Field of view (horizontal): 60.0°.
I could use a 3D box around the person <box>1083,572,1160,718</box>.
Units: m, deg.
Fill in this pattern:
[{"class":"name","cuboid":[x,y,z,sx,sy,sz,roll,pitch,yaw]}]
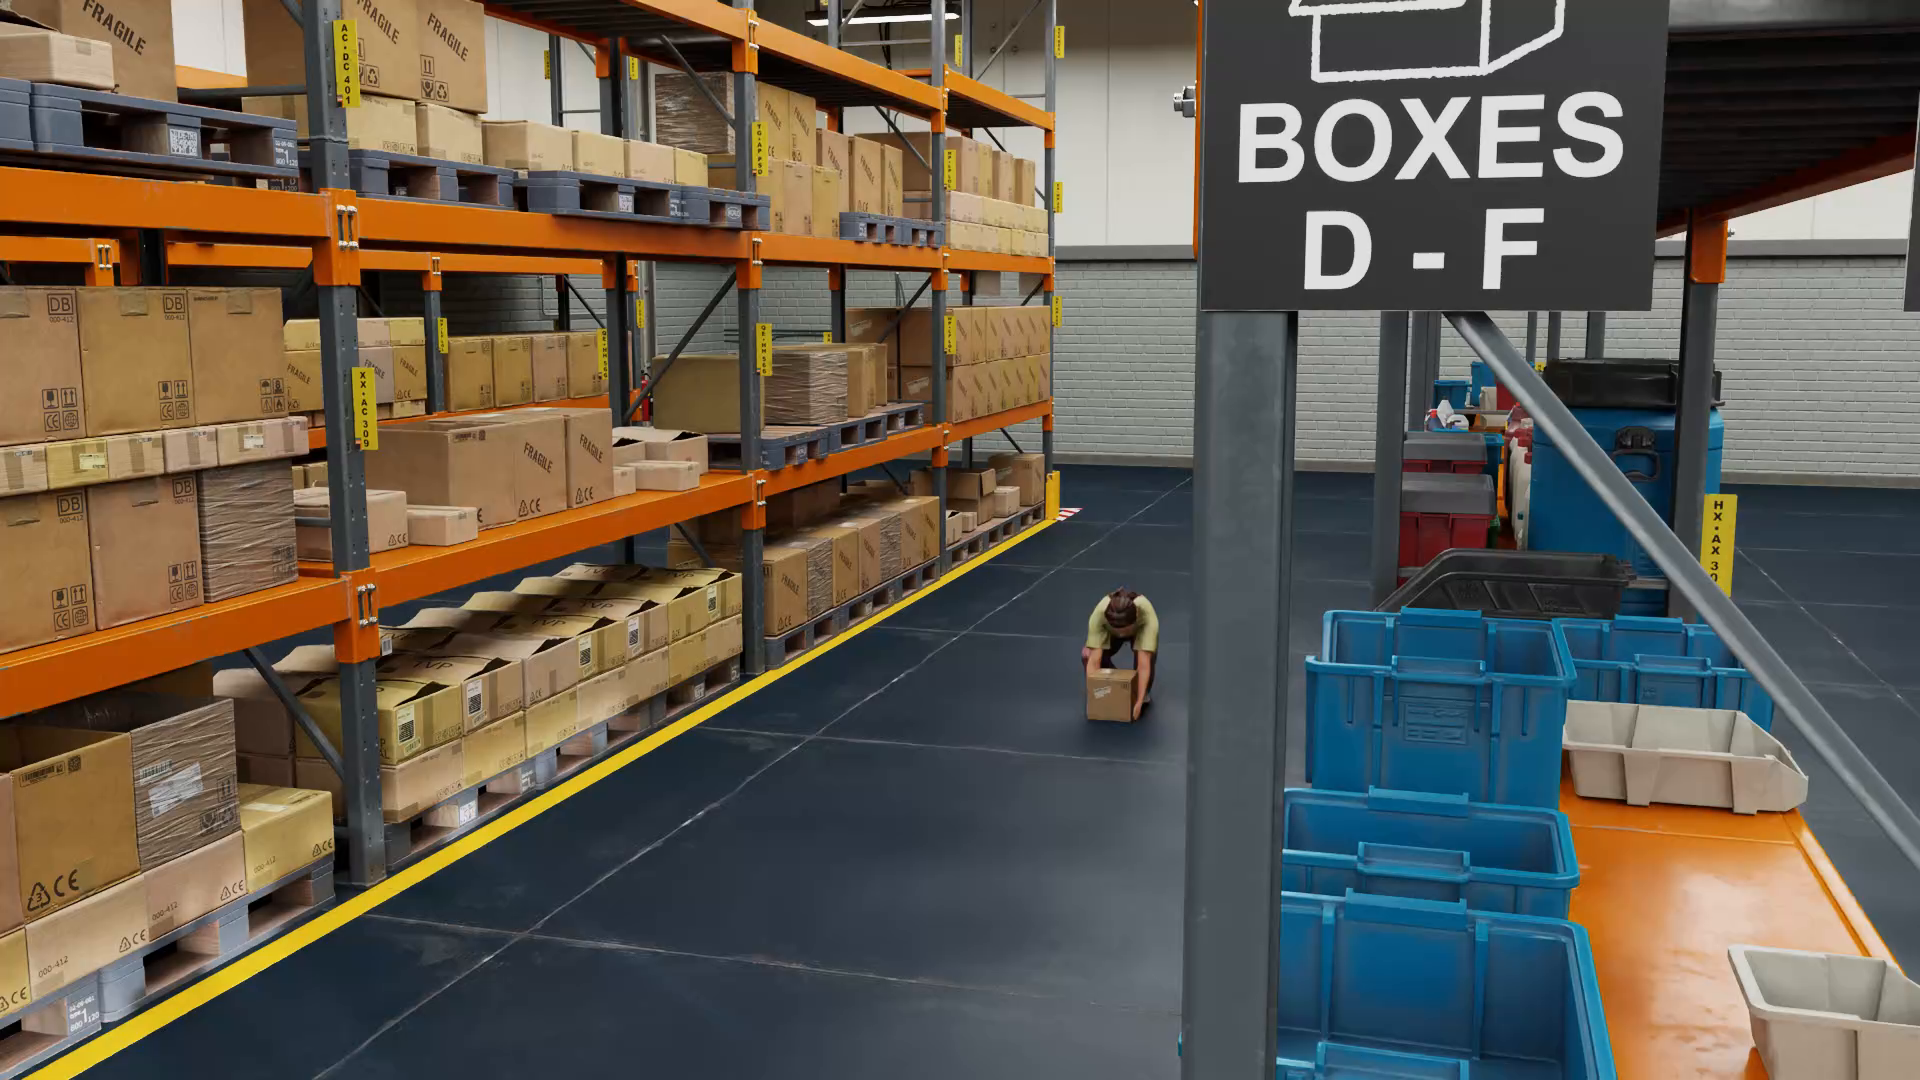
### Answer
[{"class":"person","cuboid":[0.967,0.613,9.902,0.456,0.784,0.864,2,9,14]}]
